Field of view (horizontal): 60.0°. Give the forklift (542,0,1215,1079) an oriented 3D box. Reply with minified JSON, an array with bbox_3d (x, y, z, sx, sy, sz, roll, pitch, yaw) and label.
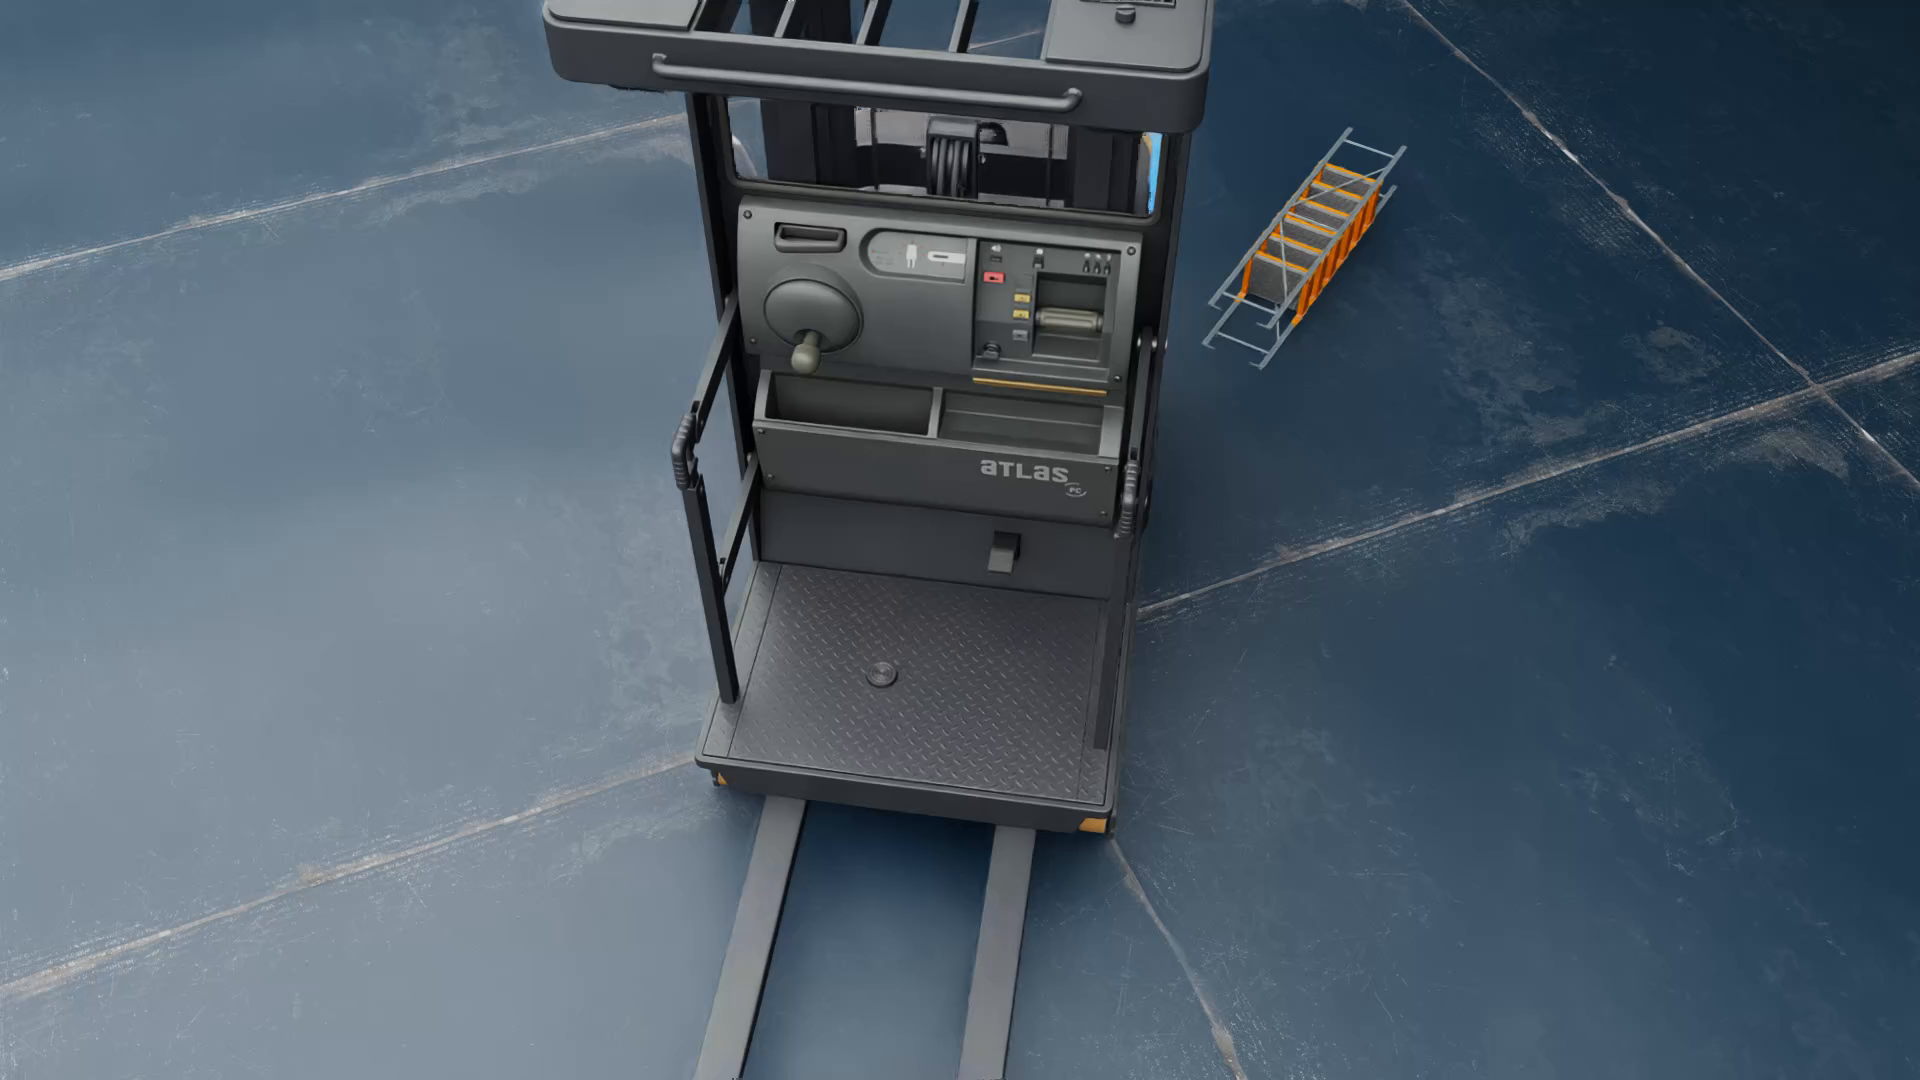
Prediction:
[{"bbox_3d":[-0.084,-0.452,3.706,1.130,2.935,3.031,6,50,5],"label":"forklift"}]

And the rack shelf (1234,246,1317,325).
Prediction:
[{"bbox_3d":[1.115,-0.901,5.896,0.258,0.180,0.103,26,54,20],"label":"rack shelf"}]

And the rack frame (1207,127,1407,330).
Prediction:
[{"bbox_3d":[1.267,-1.144,5.984,0.240,0.006,1.200,26,54,20],"label":"rack frame"}]

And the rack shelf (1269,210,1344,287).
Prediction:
[{"bbox_3d":[1.243,-1.055,6.029,0.258,0.180,0.103,26,54,20],"label":"rack shelf"}]

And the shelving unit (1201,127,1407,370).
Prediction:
[{"bbox_3d":[1.267,-1.084,6.053,0.258,0.189,1.200,26,54,20],"label":"shelving unit"}]

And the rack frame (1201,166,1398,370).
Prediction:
[{"bbox_3d":[1.267,-1.024,6.123,0.240,0.006,1.200,26,54,20],"label":"rack frame"}]

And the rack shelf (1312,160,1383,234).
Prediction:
[{"bbox_3d":[1.435,-1.287,6.227,0.258,0.180,0.103,26,54,20],"label":"rack shelf"}]

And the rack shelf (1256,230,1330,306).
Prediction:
[{"bbox_3d":[1.179,-0.978,5.963,0.258,0.180,0.103,26,54,20],"label":"rack shelf"}]

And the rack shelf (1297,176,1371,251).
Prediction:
[{"bbox_3d":[1.371,-1.209,6.161,0.258,0.180,0.103,26,54,20],"label":"rack shelf"}]

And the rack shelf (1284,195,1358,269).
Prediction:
[{"bbox_3d":[1.307,-1.132,6.095,0.258,0.180,0.103,26,54,20],"label":"rack shelf"}]
